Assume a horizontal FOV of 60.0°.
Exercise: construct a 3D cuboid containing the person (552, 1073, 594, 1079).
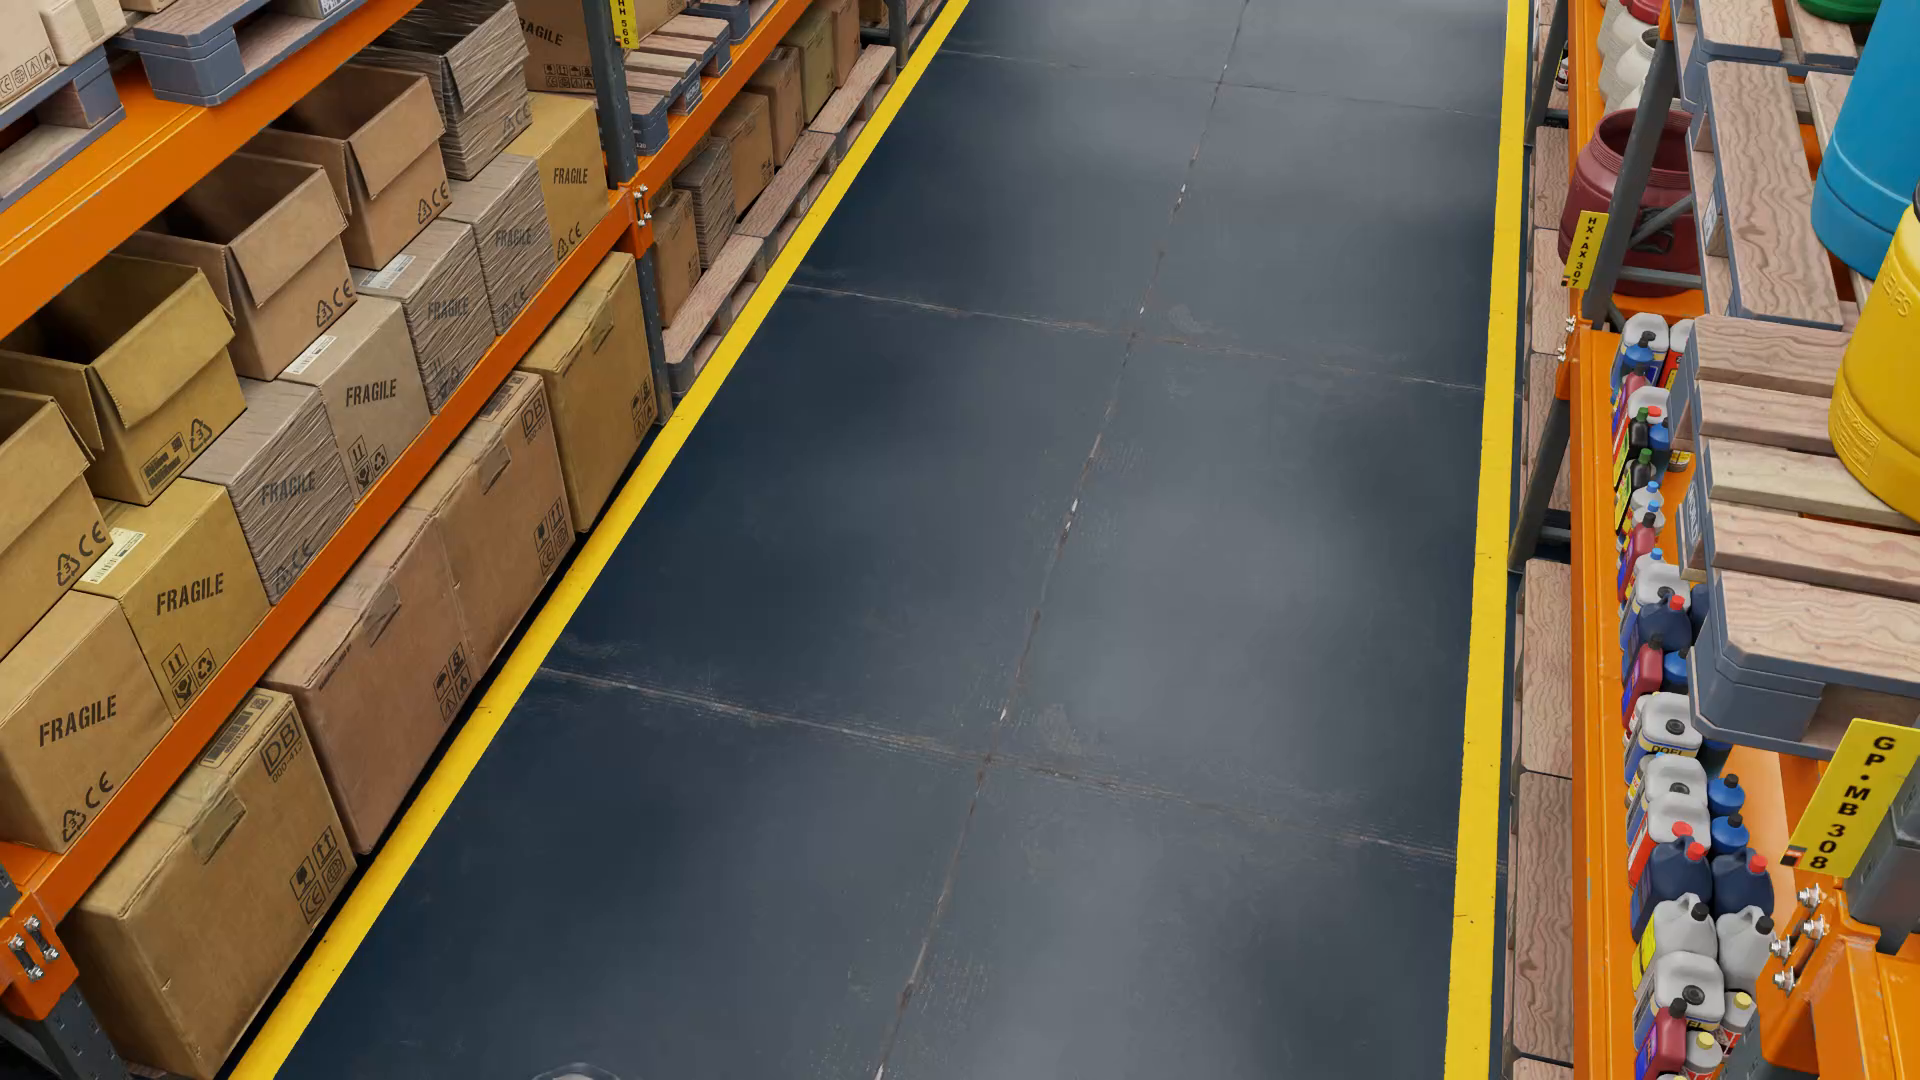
[{"bbox_3d":[-0.866,1.822,4.067,0.515,1.629,1.057,18,44,19],"label":"person"}]
